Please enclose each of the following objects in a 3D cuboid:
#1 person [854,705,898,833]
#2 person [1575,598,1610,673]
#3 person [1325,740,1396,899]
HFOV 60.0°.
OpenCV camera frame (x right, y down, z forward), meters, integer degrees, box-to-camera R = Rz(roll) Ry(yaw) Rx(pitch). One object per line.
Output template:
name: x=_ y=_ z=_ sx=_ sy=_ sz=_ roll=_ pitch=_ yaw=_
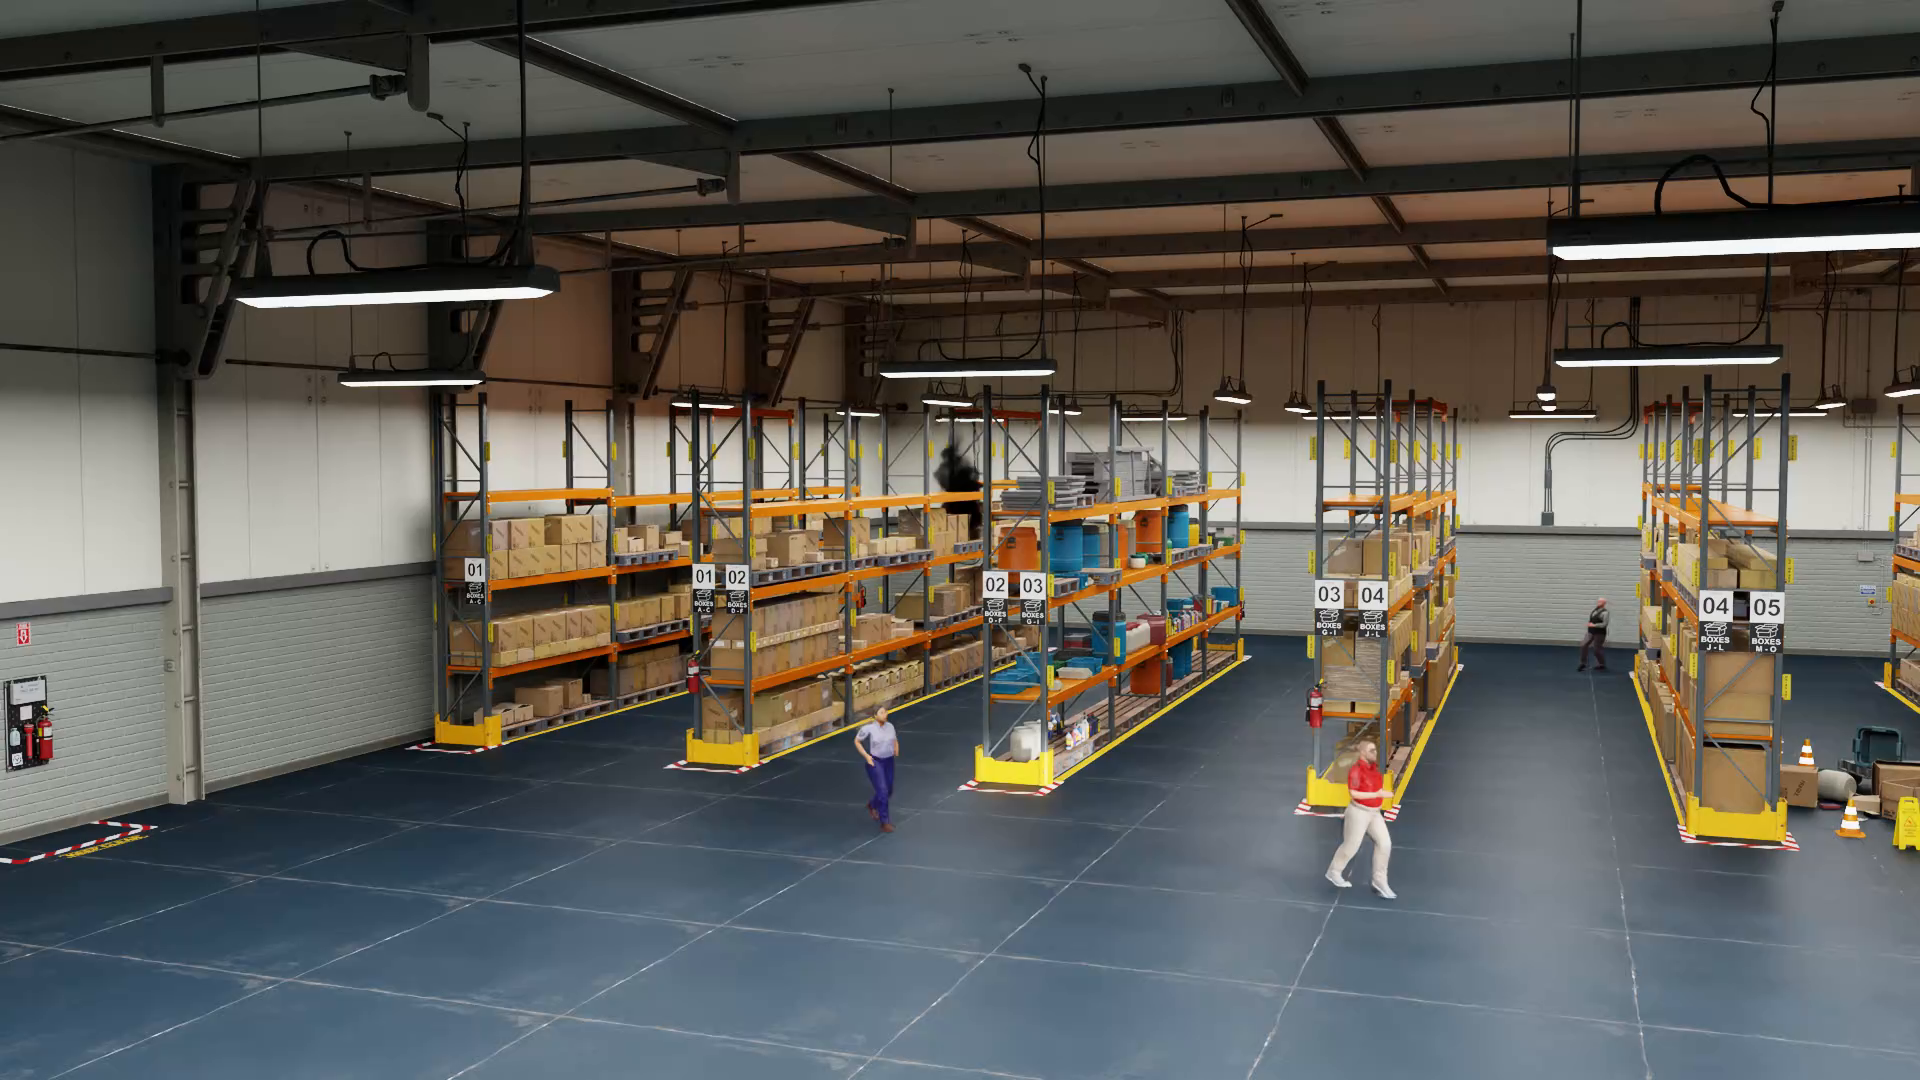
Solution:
person: x=-1.075 y=3.011 z=22.092 sx=0.609 sy=1.656 sz=0.754 roll=-2 pitch=4 yaw=-38
person: x=14.353 y=2.147 z=37.487 sx=0.806 sy=1.711 sz=0.647 roll=-1 pitch=3 yaw=-22
person: x=4.552 y=3.147 z=18.775 sx=0.603 sy=1.783 sz=0.866 roll=-3 pitch=4 yaw=-41
